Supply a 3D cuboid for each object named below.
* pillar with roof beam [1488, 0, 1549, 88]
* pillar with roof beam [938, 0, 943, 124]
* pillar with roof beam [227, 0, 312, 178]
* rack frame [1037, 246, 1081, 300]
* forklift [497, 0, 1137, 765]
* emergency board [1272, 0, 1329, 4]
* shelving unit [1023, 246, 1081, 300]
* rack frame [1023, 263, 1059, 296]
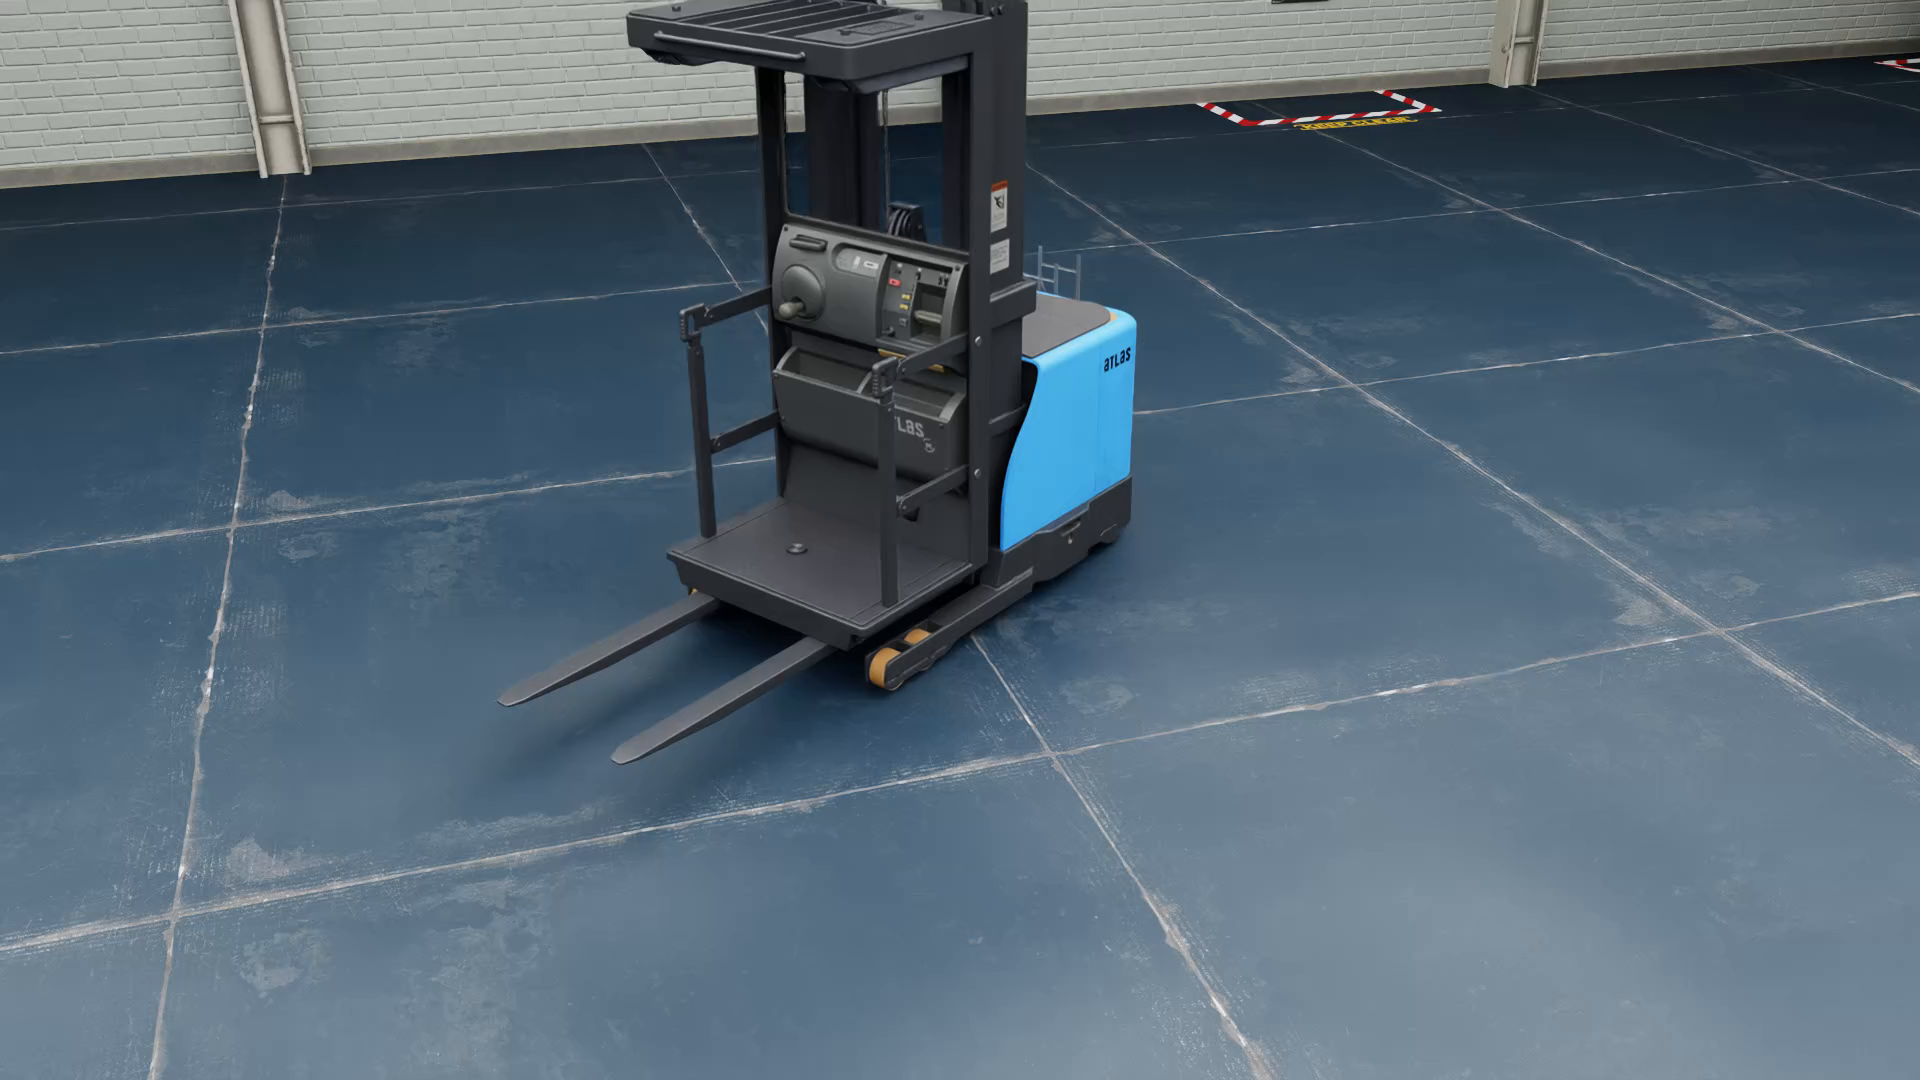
[{"bbox_3d":[7.076,-6.962,11.654,0.400,9.000,9.100,-8,28,-16],"label":"pillar with roof beam"},{"bbox_3d":[1.371,-6.136,9.990,0.400,9.000,9.100,-8,28,-16],"label":"pillar with roof beam"},{"bbox_3d":[-4.334,-5.310,8.326,0.400,9.000,9.100,-8,28,-16],"label":"pillar with roof beam"},{"bbox_3d":[0.465,-0.817,8.047,0.240,1.200,0.006,19,32,33],"label":"rack frame"},{"bbox_3d":[-0.501,-0.967,6.402,1.130,2.935,3.031,19,32,33],"label":"forklift"},{"bbox_3d":[3.367,-5.778,16.015,0.626,1.169,0.157,-8,28,-16],"label":"emergency board"},{"bbox_3d":[0.409,-0.785,7.982,0.258,1.200,0.189,19,32,33],"label":"shelving unit"},{"bbox_3d":[0.353,-0.753,7.918,0.240,1.200,0.006,19,32,33],"label":"rack frame"}]
